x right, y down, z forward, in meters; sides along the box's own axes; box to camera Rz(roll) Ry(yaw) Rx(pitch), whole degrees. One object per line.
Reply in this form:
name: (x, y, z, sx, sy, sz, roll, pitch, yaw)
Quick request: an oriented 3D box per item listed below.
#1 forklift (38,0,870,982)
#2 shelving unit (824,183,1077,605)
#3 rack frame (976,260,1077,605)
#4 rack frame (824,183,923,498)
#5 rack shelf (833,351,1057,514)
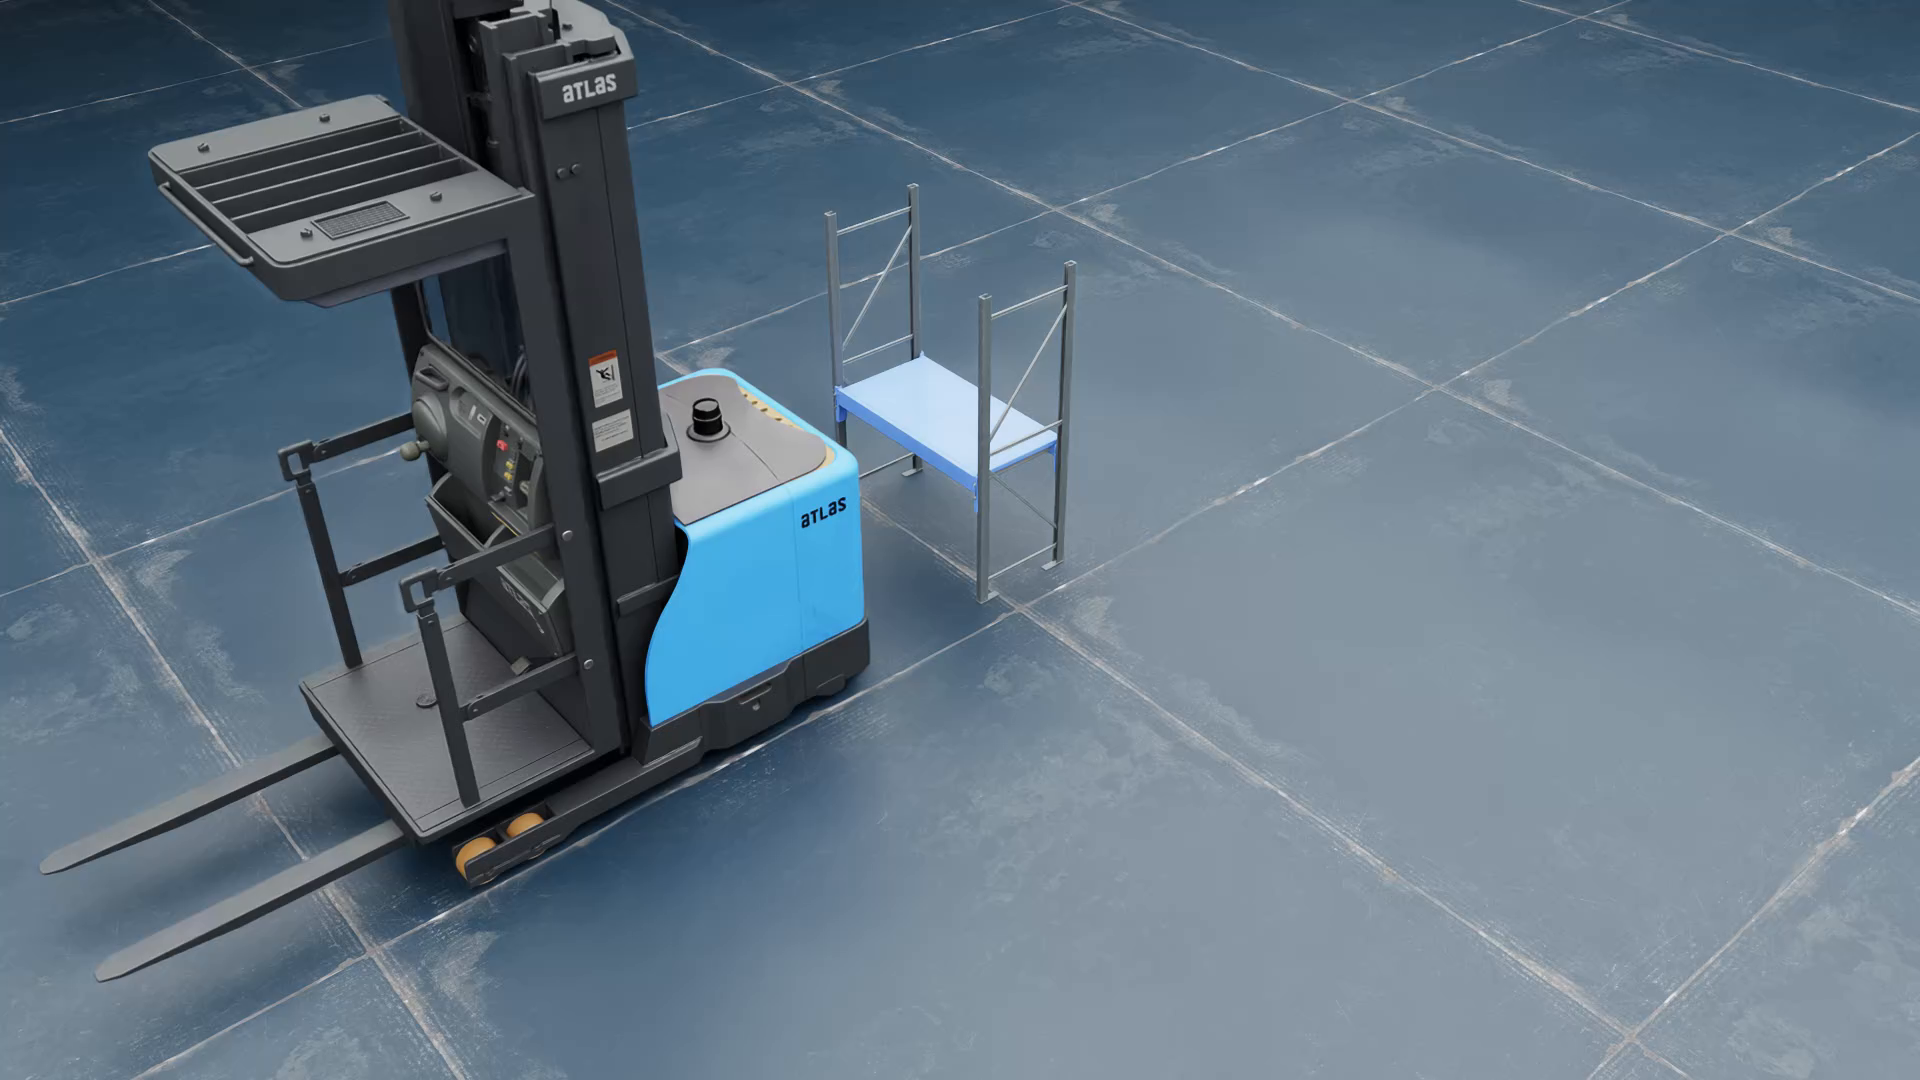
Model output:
forklift: (-1.829, -0.300, 5.638, 3.031, 2.935, 1.130, -26, 43, -32)
shelving unit: (-0.055, -0.650, 7.370, 0.538, 1.500, 1.048, -26, 43, -32)
rack frame: (0.273, -0.425, 7.053, 0.500, 1.500, 0.032, -26, 43, -32)
rack frame: (-0.383, -0.874, 7.687, 0.500, 1.500, 0.032, -26, 43, -32)
rack shelf: (-0.055, -0.503, 7.474, 0.538, 0.185, 1.000, -26, 43, -32)
